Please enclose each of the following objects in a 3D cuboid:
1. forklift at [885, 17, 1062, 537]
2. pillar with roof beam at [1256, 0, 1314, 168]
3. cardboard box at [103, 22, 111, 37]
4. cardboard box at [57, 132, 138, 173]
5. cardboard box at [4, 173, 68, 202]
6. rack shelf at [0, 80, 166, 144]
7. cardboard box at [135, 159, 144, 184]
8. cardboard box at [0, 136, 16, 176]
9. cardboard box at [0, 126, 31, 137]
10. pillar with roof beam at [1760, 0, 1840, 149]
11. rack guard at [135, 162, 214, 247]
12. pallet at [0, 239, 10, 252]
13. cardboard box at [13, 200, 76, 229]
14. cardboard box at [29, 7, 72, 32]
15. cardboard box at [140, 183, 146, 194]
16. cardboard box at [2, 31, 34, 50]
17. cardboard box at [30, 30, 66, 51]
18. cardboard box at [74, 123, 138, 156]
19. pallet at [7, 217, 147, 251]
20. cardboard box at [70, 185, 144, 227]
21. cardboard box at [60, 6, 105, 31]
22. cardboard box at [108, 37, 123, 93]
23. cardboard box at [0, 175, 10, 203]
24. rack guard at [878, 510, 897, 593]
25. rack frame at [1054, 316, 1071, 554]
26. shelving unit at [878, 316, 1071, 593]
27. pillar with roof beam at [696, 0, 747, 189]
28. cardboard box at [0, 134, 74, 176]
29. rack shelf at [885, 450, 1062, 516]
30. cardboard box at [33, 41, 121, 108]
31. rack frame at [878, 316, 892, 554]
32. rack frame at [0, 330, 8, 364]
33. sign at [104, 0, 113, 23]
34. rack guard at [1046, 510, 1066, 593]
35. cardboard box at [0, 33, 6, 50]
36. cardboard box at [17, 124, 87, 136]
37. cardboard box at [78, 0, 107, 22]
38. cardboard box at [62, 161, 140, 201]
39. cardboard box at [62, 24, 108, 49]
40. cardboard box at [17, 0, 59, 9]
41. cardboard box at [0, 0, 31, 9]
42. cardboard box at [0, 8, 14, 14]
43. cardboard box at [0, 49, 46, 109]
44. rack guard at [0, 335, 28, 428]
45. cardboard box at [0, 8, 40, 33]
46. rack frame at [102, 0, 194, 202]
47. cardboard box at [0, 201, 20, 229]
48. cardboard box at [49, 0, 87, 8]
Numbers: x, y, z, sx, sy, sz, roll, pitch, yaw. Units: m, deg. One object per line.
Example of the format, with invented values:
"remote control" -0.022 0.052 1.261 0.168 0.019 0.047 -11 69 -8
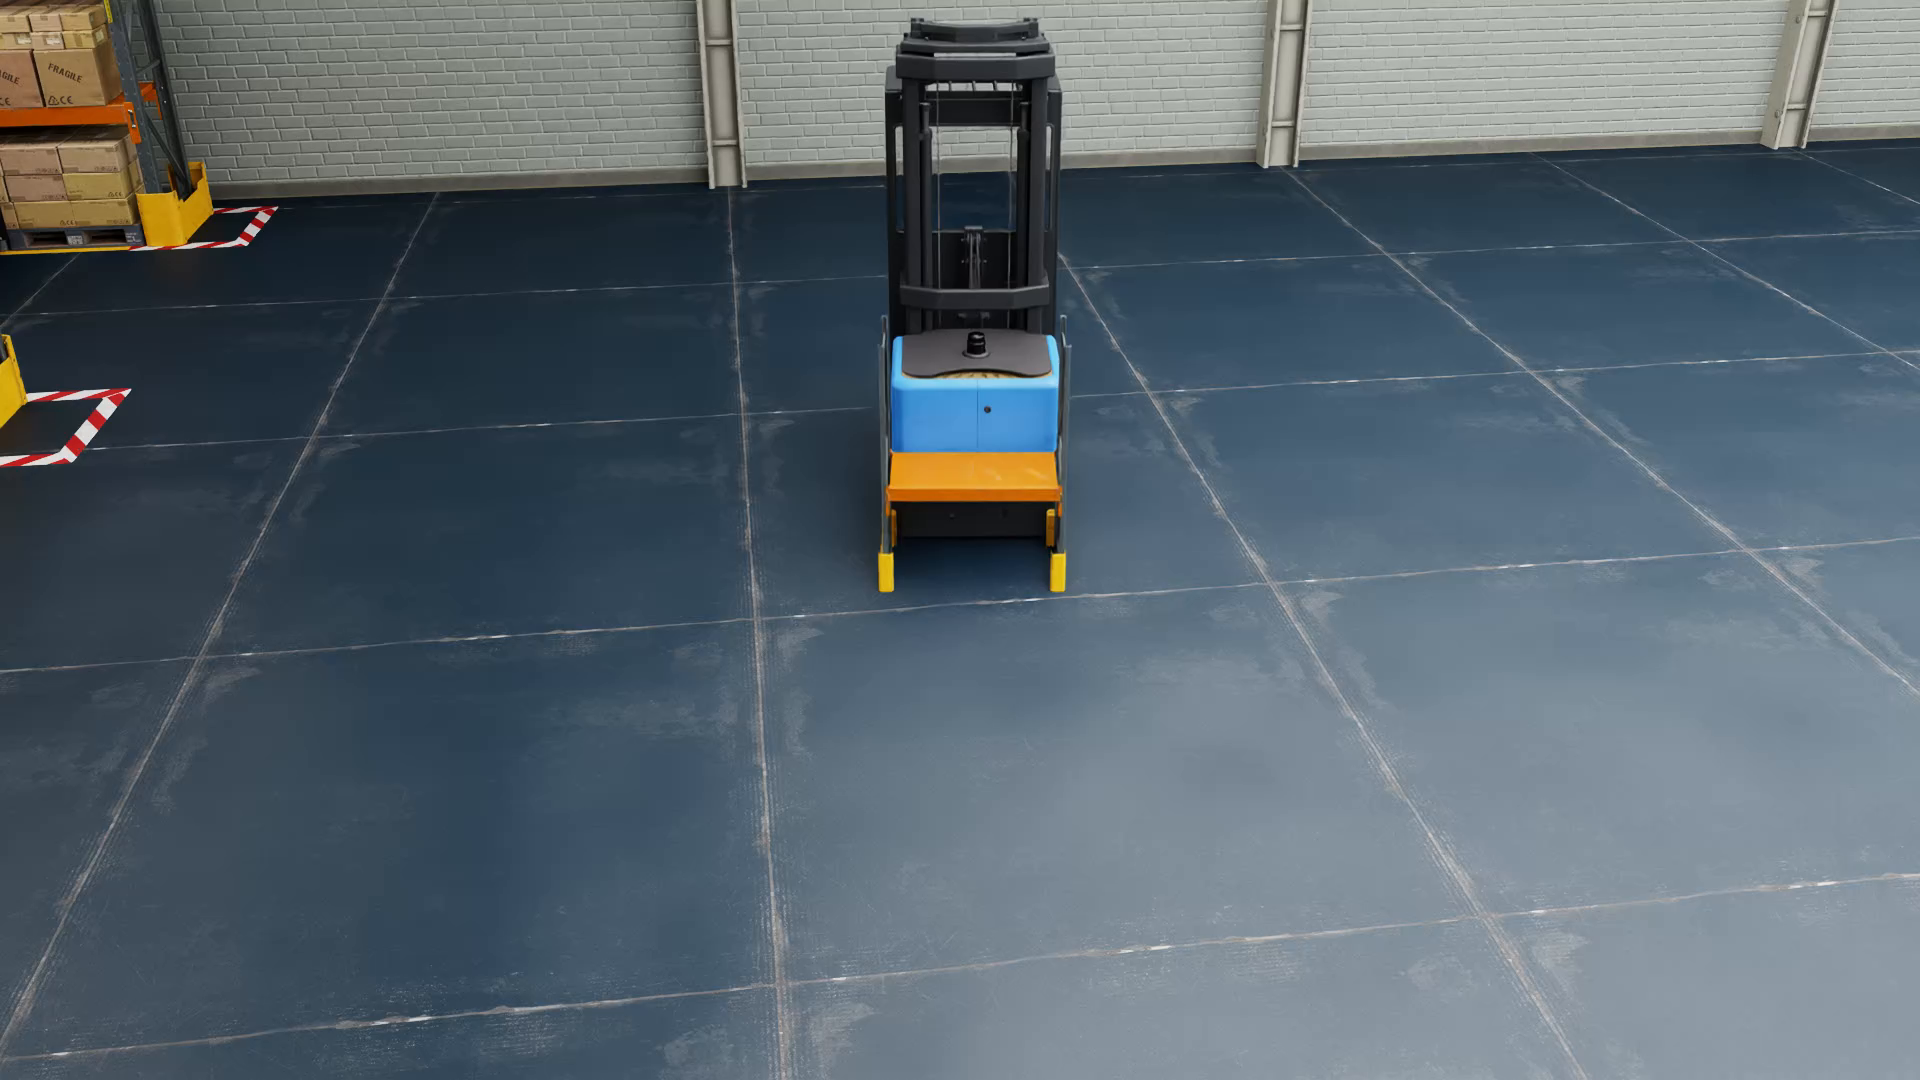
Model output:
"forklift" 0.076 -1.953 10.846 1.130 2.935 3.031 -1 27 -1
"pillar with roof beam" 4.088 -6.204 12.484 0.400 9.000 9.100 -4 27 -7
"cardboard box" -7.952 -4.783 15.467 0.250 0.149 0.380 -4 27 -8
"cardboard box" -7.992 -3.593 15.423 0.500 0.250 0.500 -3 27 -5
"cardboard box" -8.516 -3.341 15.480 0.500 0.250 0.500 -4 27 -8
"rack shelf" -9.560 -3.907 15.367 4.000 0.370 1.077 -4 27 -7
"cardboard box" -8.074 -3.605 15.993 0.500 0.250 0.500 -3 27 -6
"cardboard box" -8.995 -3.521 15.283 0.500 0.250 0.500 -3 27 -6
"cardboard box" -9.073 -3.758 15.744 0.500 0.250 0.500 -4 27 -7
"pillar with roof beam" 10.029 -6.586 13.228 0.400 9.000 9.100 -4 27 -7
"rack guard" -7.556 -3.244 16.025 0.348 0.500 1.175 -4 27 -7
"pallet" -9.537 -2.970 15.808 1.213 0.211 1.003 -4 27 -7
"cardboard box" -8.495 -3.118 15.593 0.500 0.250 0.500 -4 27 -7
"cardboard box" -8.145 -4.672 14.924 0.250 0.149 0.380 -4 27 -7
"cardboard box" -8.093 -3.375 16.094 0.500 0.250 0.500 -4 27 -7
"cardboard box" -8.398 -4.521 14.954 0.250 0.149 0.380 -3 27 -6
"cardboard box" -8.133 -4.509 14.932 0.250 0.149 0.380 -3 27 -6
"cardboard box" -8.082 -3.818 15.862 0.500 0.250 0.500 -4 27 -8
"pallet" -8.331 -3.046 15.956 1.213 0.211 1.003 -4 27 -7
"cardboard box" -8.001 -3.145 15.646 0.500 0.250 0.500 -3 27 -7
"cardboard box" -7.905 -4.702 14.982 0.250 0.149 0.380 -4 27 -7
"cardboard box" -8.109 -4.493 15.612 0.500 0.500 0.500 -3 27 -5
"cardboard box" -9.025 -3.299 15.398 0.500 0.250 0.500 -4 27 -8
"rack guard" -0.429 0.061 9.856 0.087 0.250 0.587 0 27 0
"rack frame" 0.587 -0.494 9.571 0.032 1.500 0.500 0 27 0
"shelving unit" 0.069 -0.494 9.571 1.083 1.500 0.587 0 27 0
"pillar with roof beam" -1.854 -5.822 11.740 0.400 9.000 9.100 -4 27 -7
"cardboard box" -8.497 -3.558 15.354 0.500 0.250 0.500 -3 27 -6
"rack shelf" 0.078 -0.334 9.653 1.000 0.185 0.538 0 27 0
"cardboard box" -8.030 -4.249 15.136 0.500 0.500 0.500 -4 27 -8
"rack frame" -0.430 -0.495 9.571 0.032 1.500 0.500 0 27 0
"rack frame" -6.885 -2.111 11.078 0.127 3.000 1.000 -4 27 -7
"sign" -7.518 -4.729 14.653 0.005 0.325 0.100 -4 27 -7
"rack guard" 0.567 0.062 9.856 0.087 0.250 0.587 0 27 0
"cardboard box" -8.645 -4.510 14.934 0.250 0.149 0.380 -4 27 -7
"cardboard box" -8.576 -3.785 15.797 0.500 0.250 0.500 -4 27 -7
"cardboard box" -7.942 -4.895 15.359 0.250 0.149 0.380 -4 27 -8
"cardboard box" -8.018 -3.368 15.533 0.500 0.250 0.500 -4 27 -8
"cardboard box" -7.884 -4.539 14.990 0.250 0.149 0.380 -3 27 -6
"cardboard box" -8.465 -4.871 15.311 0.250 0.149 0.380 -3 27 -6
"cardboard box" -8.713 -4.862 15.293 0.250 0.149 0.380 -4 27 -7
"cardboard box" -8.657 -4.661 14.903 0.250 0.149 0.380 -4 27 -7
"cardboard box" -8.546 -4.220 15.080 0.500 0.500 0.500 -3 27 -5
"rack guard" -6.960 -0.994 11.640 0.348 0.500 1.175 -4 27 -7
"cardboard box" -8.400 -4.643 14.868 0.250 0.149 0.380 -3 27 -6
"rack frame" -7.580 -4.355 15.451 0.127 3.000 1.000 -4 27 -7
"cardboard box" -8.991 -3.090 15.539 0.500 0.250 0.500 -3 27 -7
"cardboard box" -8.214 -4.907 15.381 0.250 0.149 0.380 -3 27 -5
